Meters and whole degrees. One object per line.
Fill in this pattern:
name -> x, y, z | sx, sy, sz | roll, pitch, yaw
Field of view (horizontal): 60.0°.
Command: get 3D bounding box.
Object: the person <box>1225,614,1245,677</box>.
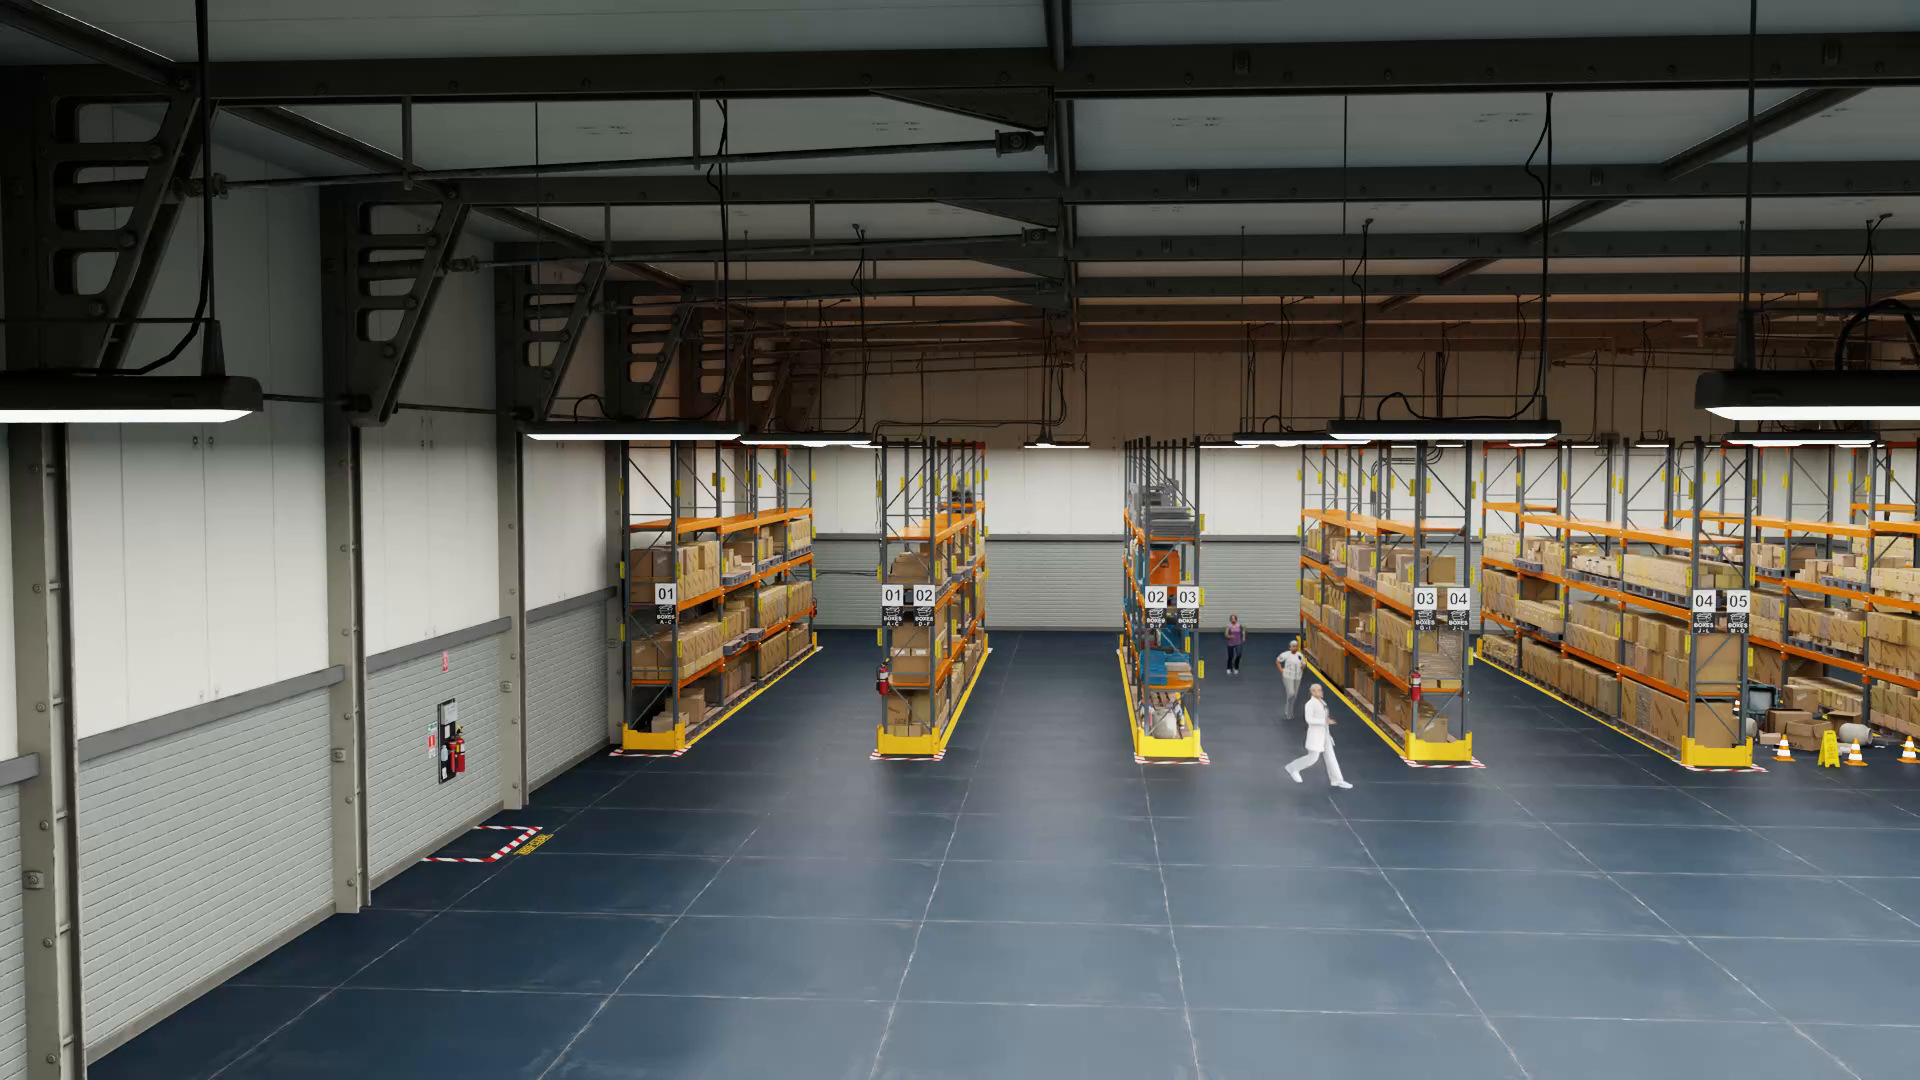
person -> 6.961, 2.666, 42.117 | 0.548, 1.582, 0.808 | 0, 3, 2

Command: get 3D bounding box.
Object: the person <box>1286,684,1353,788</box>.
person -> 6.091, 3.301, 28.181 | 1.154, 1.736, 0.727 | 2, 4, 37

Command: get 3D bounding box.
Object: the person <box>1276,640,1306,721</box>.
person -> 7.107, 3.004, 35.572 | 0.574, 1.720, 0.738 | -1, 3, -13

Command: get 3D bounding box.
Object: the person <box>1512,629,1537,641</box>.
person -> 16.035, 2.283, 47.432 | 0.918, 1.788, 0.687 | 0, 3, -1
